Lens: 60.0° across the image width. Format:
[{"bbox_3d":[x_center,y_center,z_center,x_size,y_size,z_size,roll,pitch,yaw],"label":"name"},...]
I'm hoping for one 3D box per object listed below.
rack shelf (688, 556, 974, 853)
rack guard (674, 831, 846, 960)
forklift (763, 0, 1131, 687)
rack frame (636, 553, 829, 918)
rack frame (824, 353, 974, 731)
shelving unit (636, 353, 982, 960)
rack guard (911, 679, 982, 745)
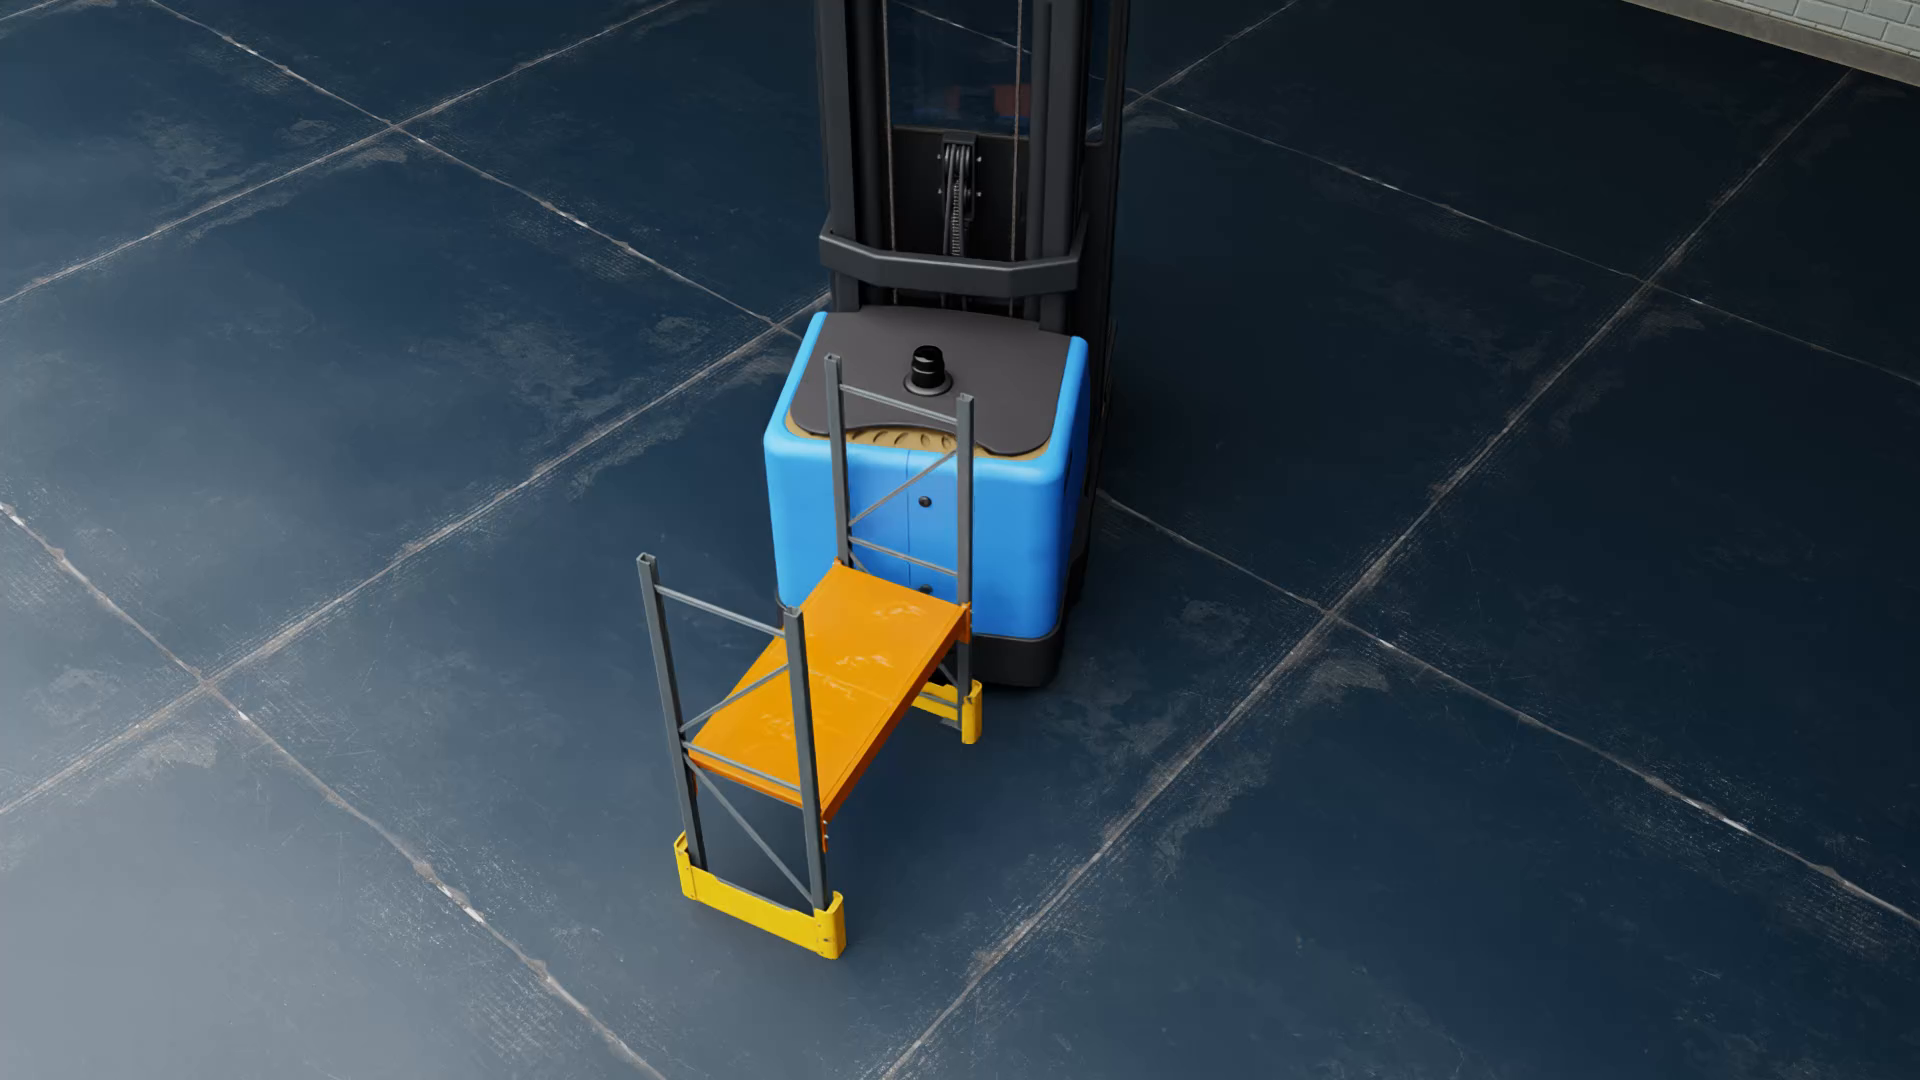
[{"bbox_3d":[-0.414,0.498,5.355,0.538,0.185,1.000,18,45,19],"label":"rack shelf"},{"bbox_3d":[-0.638,1.133,5.318,0.587,0.250,0.087,18,45,19],"label":"rack guard"},{"bbox_3d":[0.079,-1.547,6.273,1.130,2.935,3.031,7,43,7],"label":"forklift"},{"bbox_3d":[-0.639,0.672,4.896,0.500,1.500,0.032,18,45,19],"label":"rack frame"},{"bbox_3d":[-0.189,0.059,5.571,0.500,1.500,0.032,18,45,19],"label":"rack frame"},{"bbox_3d":[-0.418,0.371,5.228,0.587,1.500,1.083,18,45,19],"label":"shelving unit"},{"bbox_3d":[-0.197,0.533,5.978,0.587,0.250,0.087,18,45,19],"label":"rack guard"}]
